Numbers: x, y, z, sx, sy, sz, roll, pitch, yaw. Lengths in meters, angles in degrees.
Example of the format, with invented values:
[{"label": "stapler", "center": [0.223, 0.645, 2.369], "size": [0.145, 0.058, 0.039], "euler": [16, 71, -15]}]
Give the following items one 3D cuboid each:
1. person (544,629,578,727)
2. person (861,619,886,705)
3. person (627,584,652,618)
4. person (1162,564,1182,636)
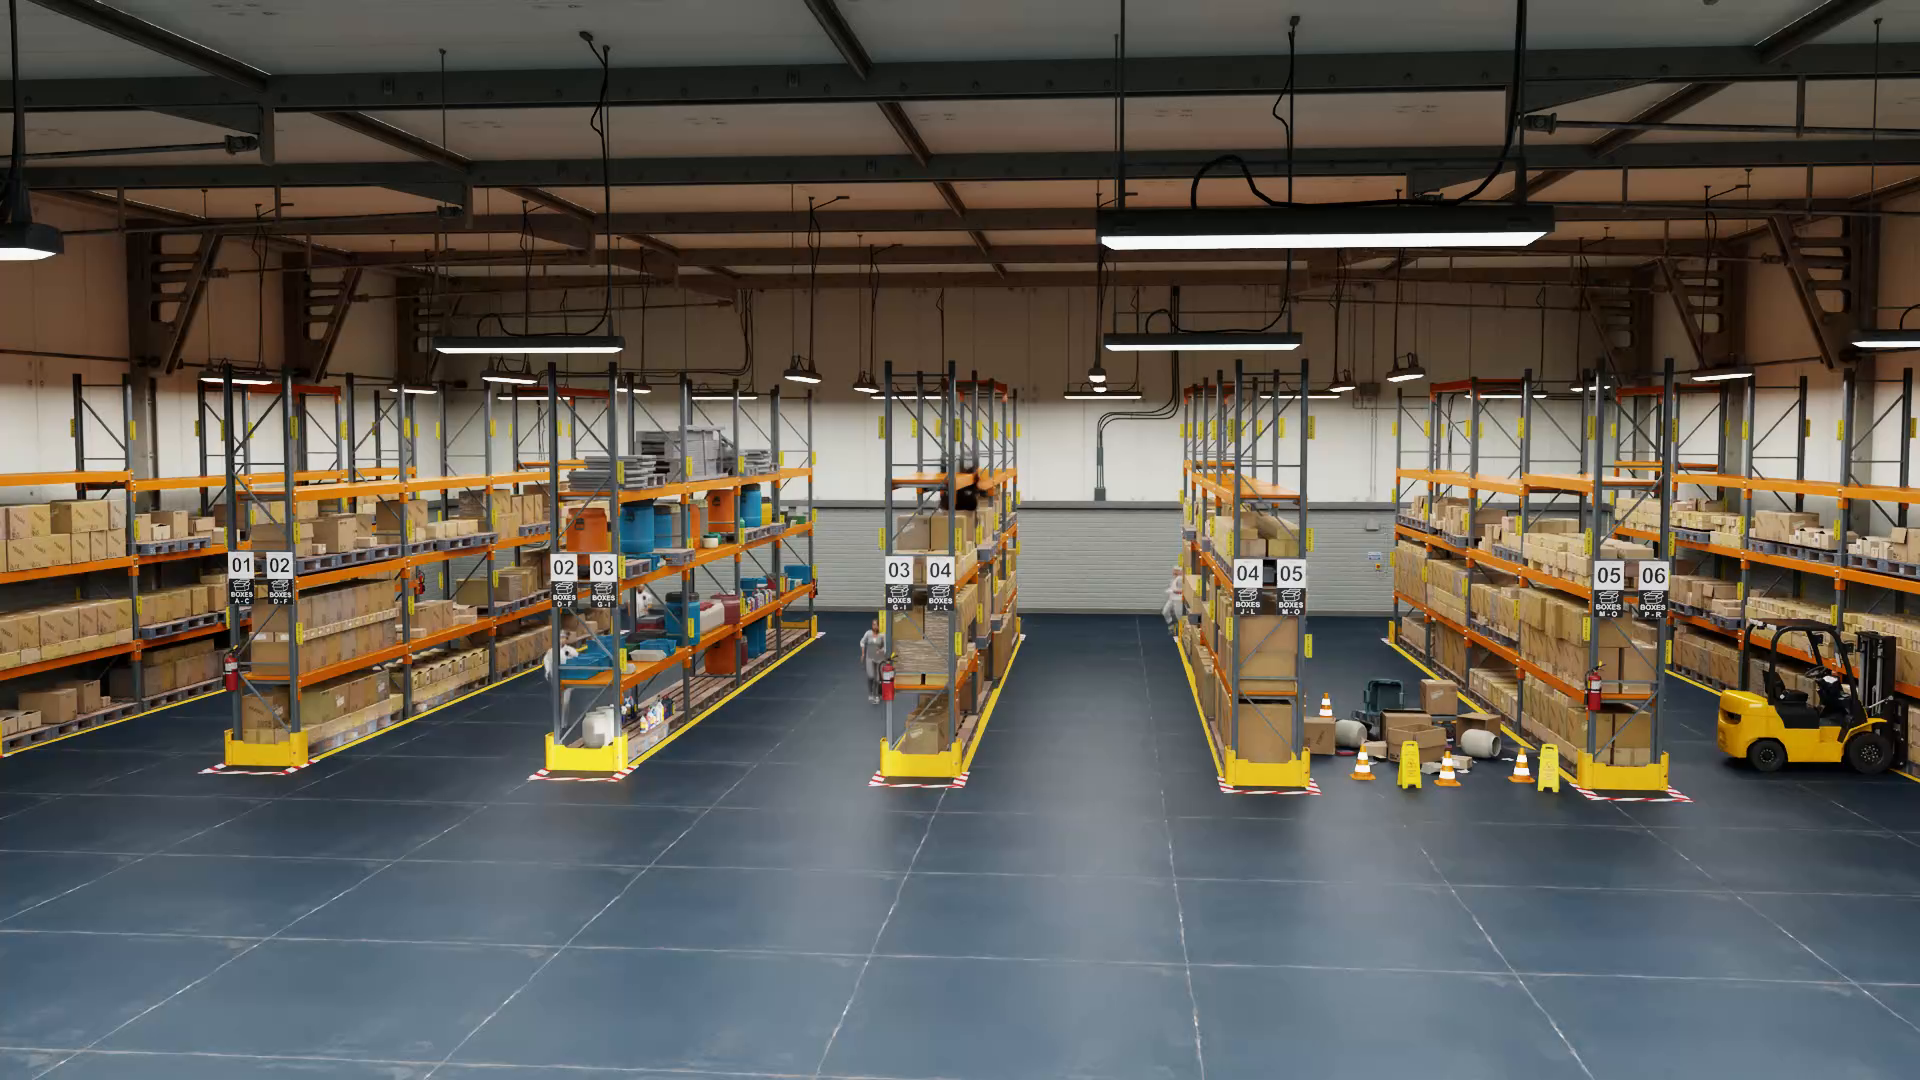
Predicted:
[{"label": "person", "center": [-6.675, 2.324, 27.816], "size": [0.598, 1.669, 0.611], "euler": [0, 4, -8]}, {"label": "person", "center": [-1.553, 2.226, 30.257], "size": [0.500, 1.552, 0.730], "euler": [0, 4, -5]}, {"label": "person", "center": [-7.174, 1.732, 37.215], "size": [0.575, 1.637, 0.729], "euler": [-1, 4, -8]}, {"label": "person", "center": [5.275, 1.483, 40.373], "size": [0.732, 1.805, 0.651], "euler": [-1, 4, -18]}]
